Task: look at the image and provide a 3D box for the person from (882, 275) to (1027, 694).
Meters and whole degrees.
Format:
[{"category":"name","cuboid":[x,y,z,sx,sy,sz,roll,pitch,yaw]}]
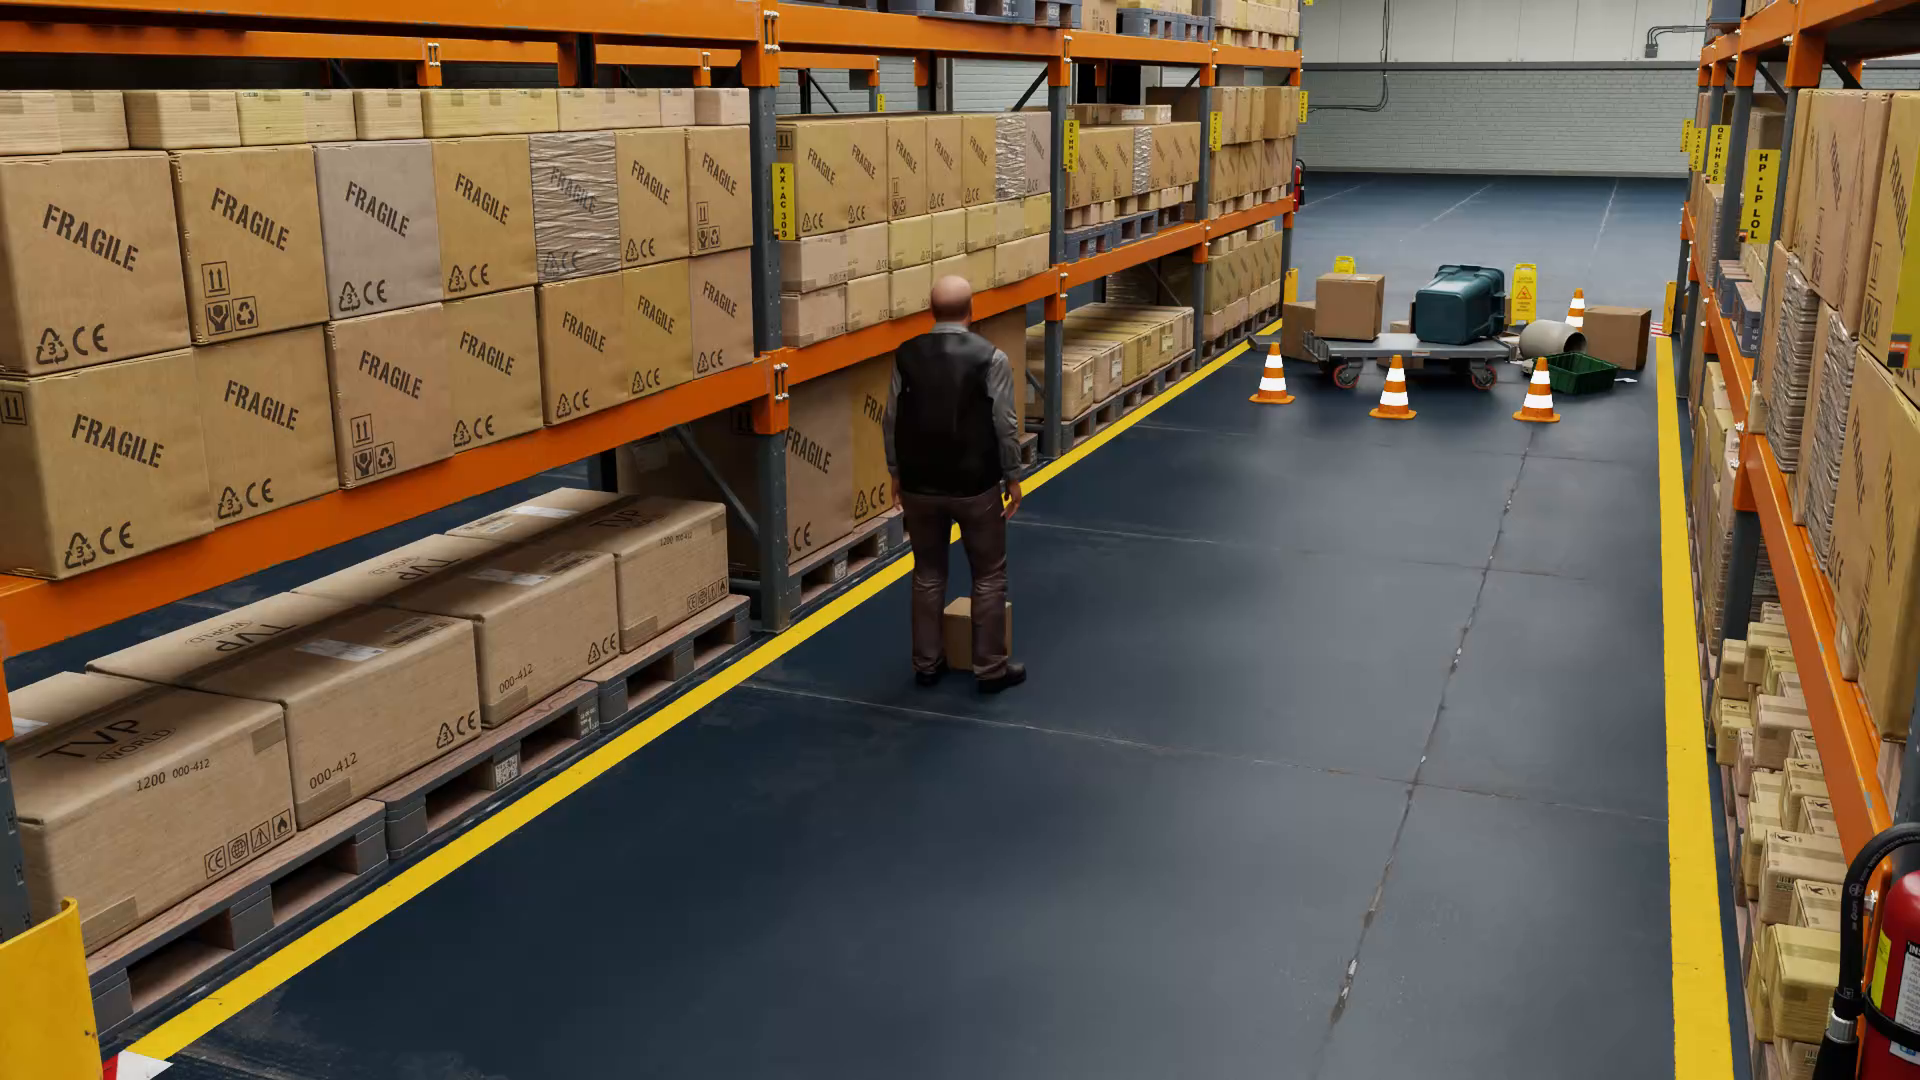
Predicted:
[{"category":"person","cuboid":[-0.024,-0.228,6.903,0.585,1.720,0.379,5,16,18]}]
